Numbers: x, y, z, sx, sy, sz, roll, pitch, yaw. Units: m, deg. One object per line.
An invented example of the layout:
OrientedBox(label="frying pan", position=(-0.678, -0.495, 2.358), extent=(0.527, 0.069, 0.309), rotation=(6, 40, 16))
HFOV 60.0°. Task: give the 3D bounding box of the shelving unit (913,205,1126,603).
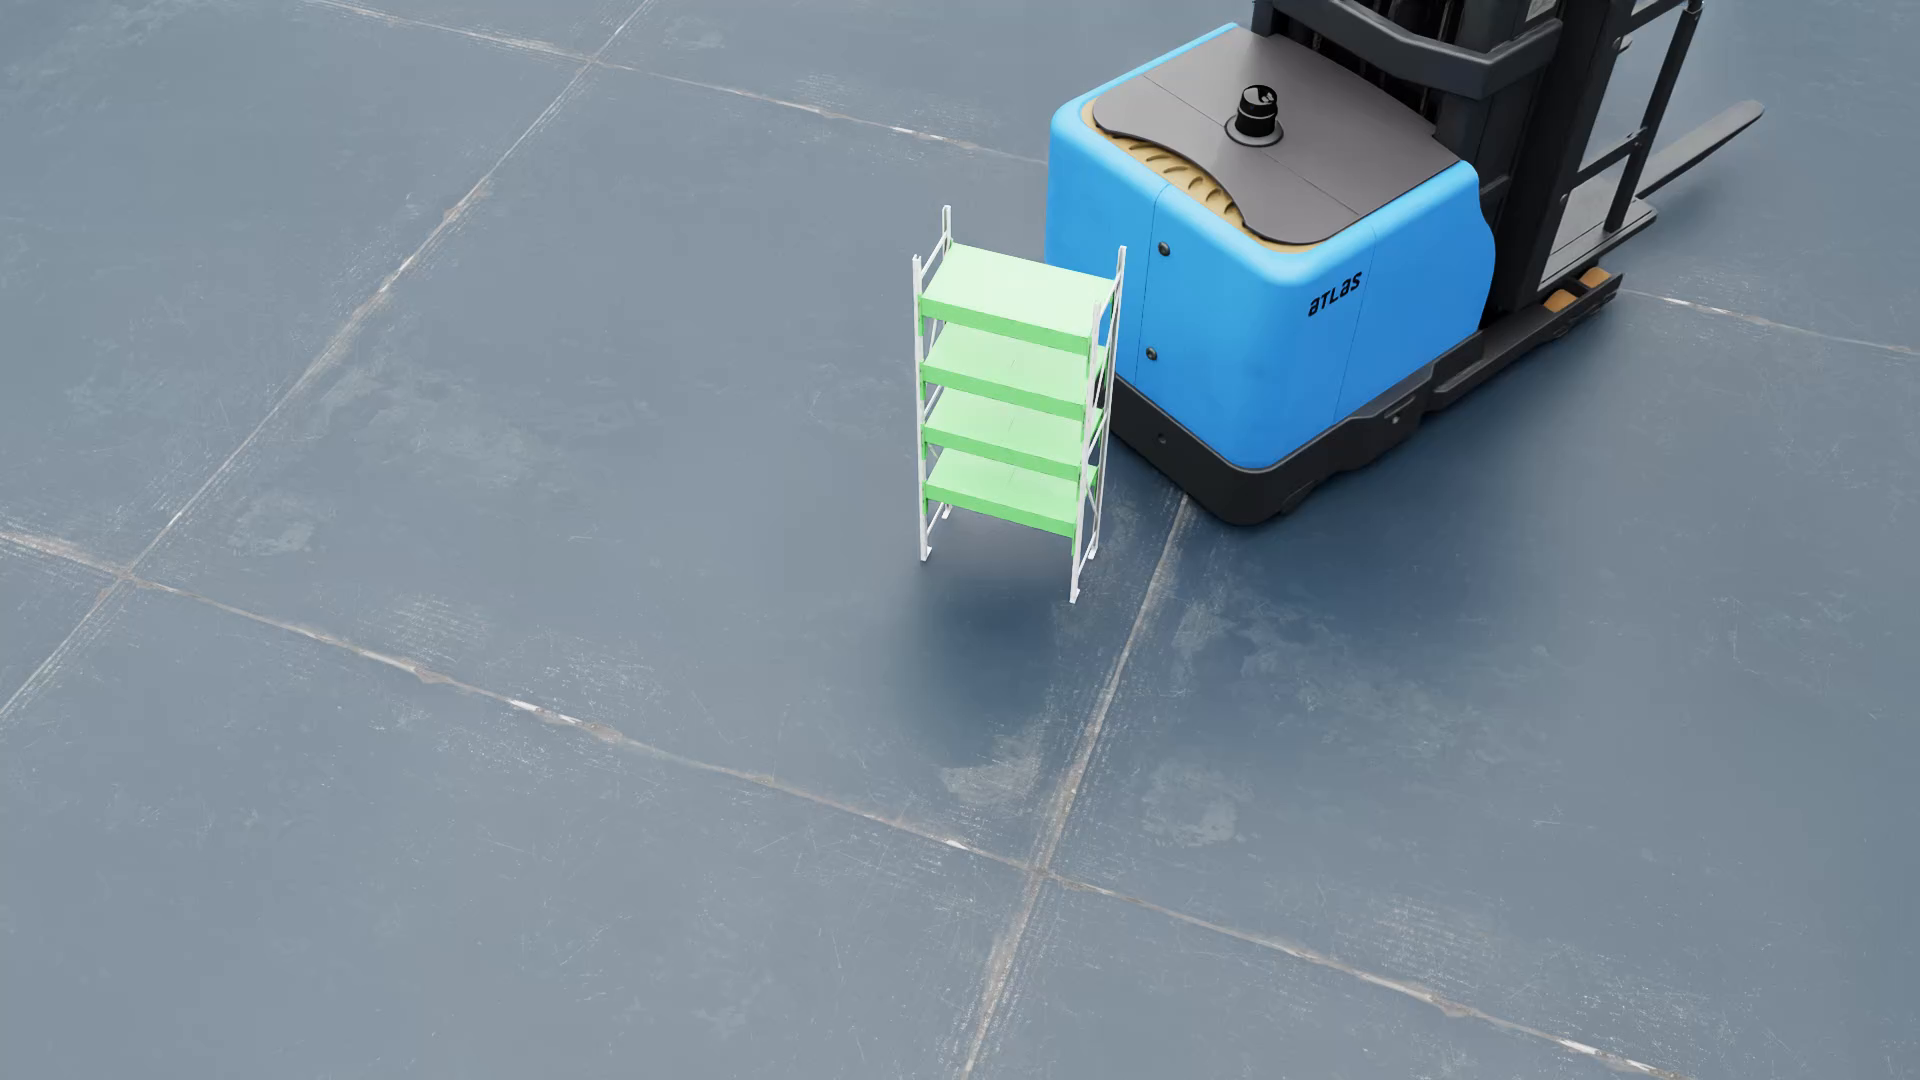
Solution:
OrientedBox(label="shelving unit", position=(0.155, -0.350, 4.759), extent=(0.503, 1.200, 0.258), rotation=(16, 51, 13))

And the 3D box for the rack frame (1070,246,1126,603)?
OrientedBox(label="rack frame", position=(0.384, -0.286, 4.704), extent=(0.015, 1.200, 0.240), rotation=(16, 51, 13))

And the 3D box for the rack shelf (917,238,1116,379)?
OrientedBox(label="rack shelf", position=(0.155, -0.622, 4.445), extent=(0.480, 0.148, 0.258), rotation=(16, 51, 13))

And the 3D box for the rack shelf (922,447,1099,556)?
OrientedBox(label="rack shelf", position=(0.155, -0.151, 4.989), extent=(0.480, 0.148, 0.258), rotation=(16, 51, 13))

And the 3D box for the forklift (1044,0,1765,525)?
OrientedBox(label="forklift", position=(1.717, -1.955, 5.005), extent=(3.031, 2.935, 1.130), rotation=(-32, 56, -24))

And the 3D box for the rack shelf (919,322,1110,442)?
OrientedBox(label="rack shelf", position=(0.155, -0.465, 4.626), extent=(0.480, 0.148, 0.258), rotation=(16, 51, 13))

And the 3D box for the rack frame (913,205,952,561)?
OrientedBox(label="rack frame", position=(-0.074, -0.414, 4.814), extent=(0.015, 1.200, 0.240), rotation=(16, 51, 13))

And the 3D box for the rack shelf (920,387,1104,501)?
OrientedBox(label="rack shelf", position=(0.155, -0.308, 4.807), extent=(0.480, 0.148, 0.258), rotation=(16, 51, 13))
